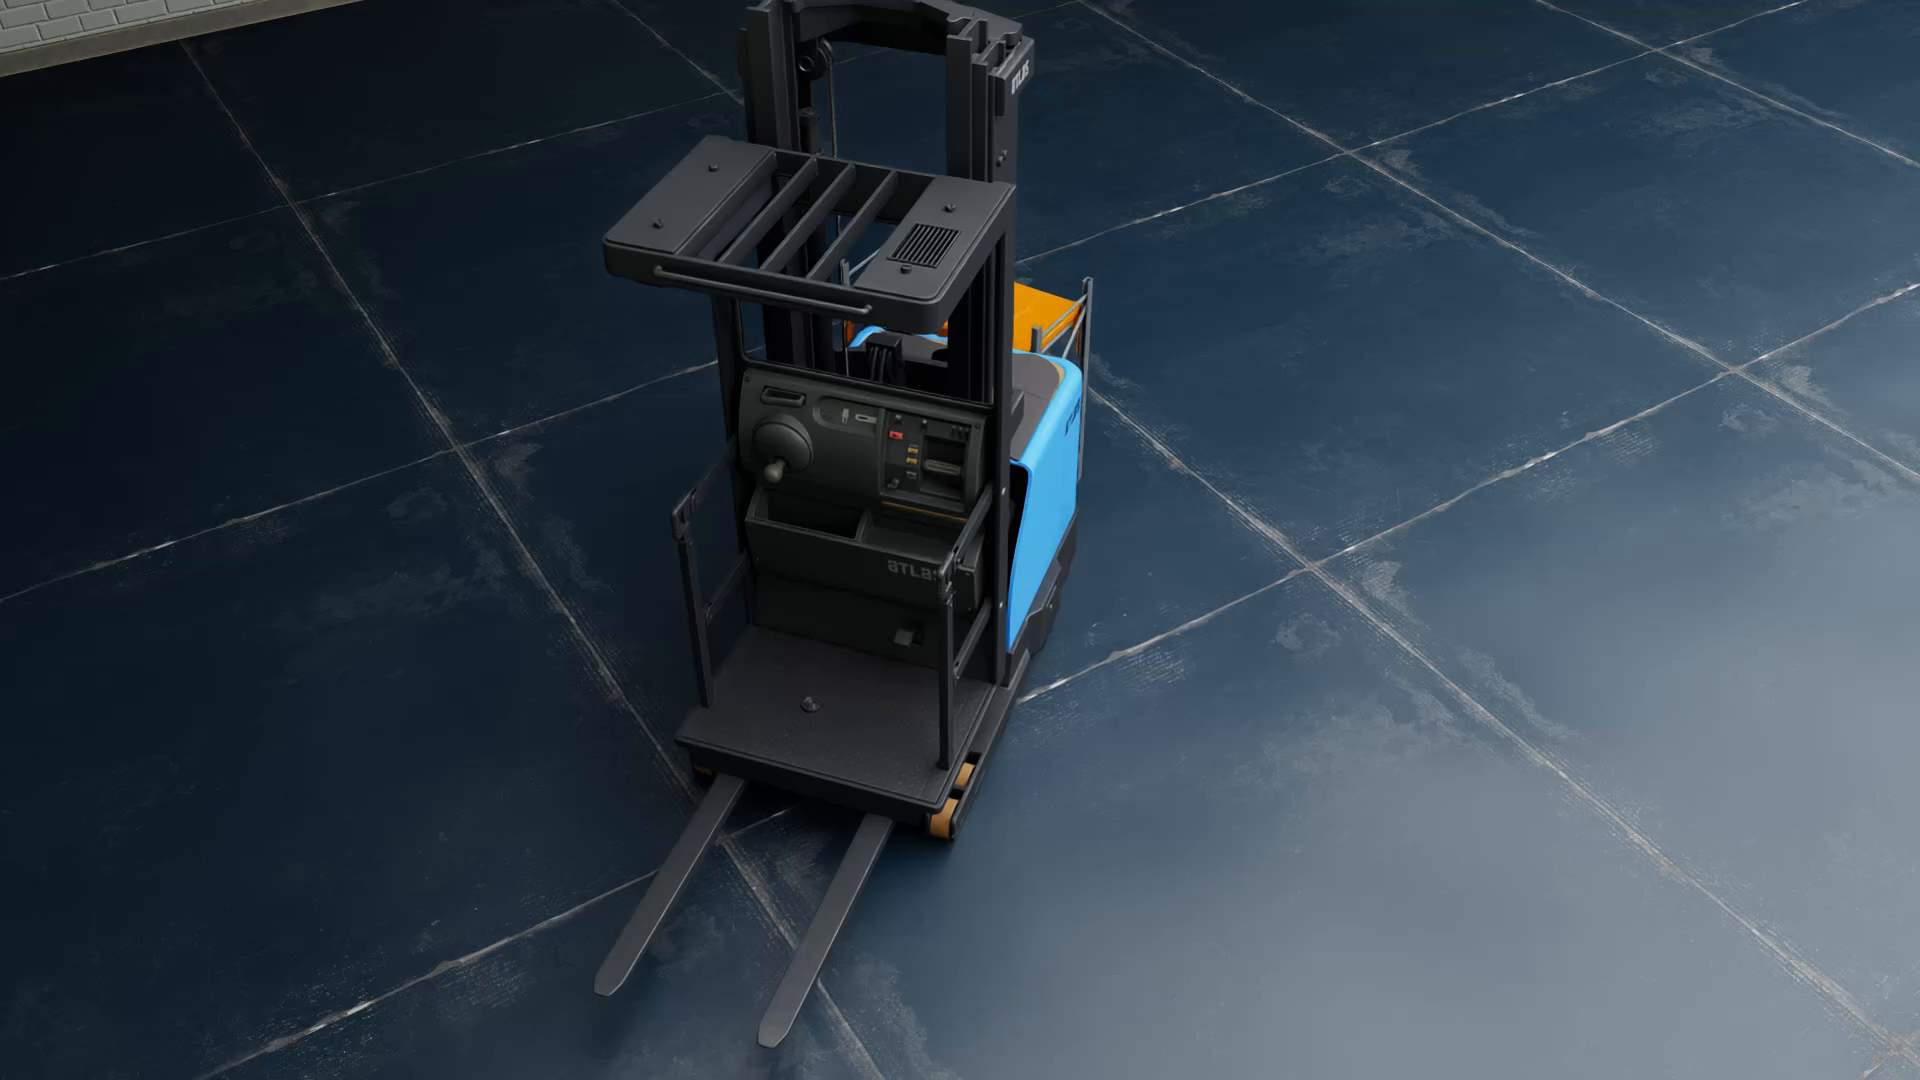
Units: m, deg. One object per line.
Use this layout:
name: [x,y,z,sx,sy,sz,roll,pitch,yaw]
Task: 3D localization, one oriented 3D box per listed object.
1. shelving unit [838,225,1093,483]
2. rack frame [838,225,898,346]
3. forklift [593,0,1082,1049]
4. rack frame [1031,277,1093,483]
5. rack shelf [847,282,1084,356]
shelving unit: [0.022,-0.784,7.873,1.048,1.125,0.538,22,45,24]
rack frame: [-0.409,-0.958,8.081,0.032,1.125,0.500,22,45,24]
forklift: [-0.431,-0.269,5.844,1.130,2.935,3.031,13,41,15]
rack frame: [0.452,-0.611,7.665,0.032,1.125,0.500,22,45,24]
rack shelf: [0.022,-1.009,7.686,1.000,0.278,0.538,22,45,24]
